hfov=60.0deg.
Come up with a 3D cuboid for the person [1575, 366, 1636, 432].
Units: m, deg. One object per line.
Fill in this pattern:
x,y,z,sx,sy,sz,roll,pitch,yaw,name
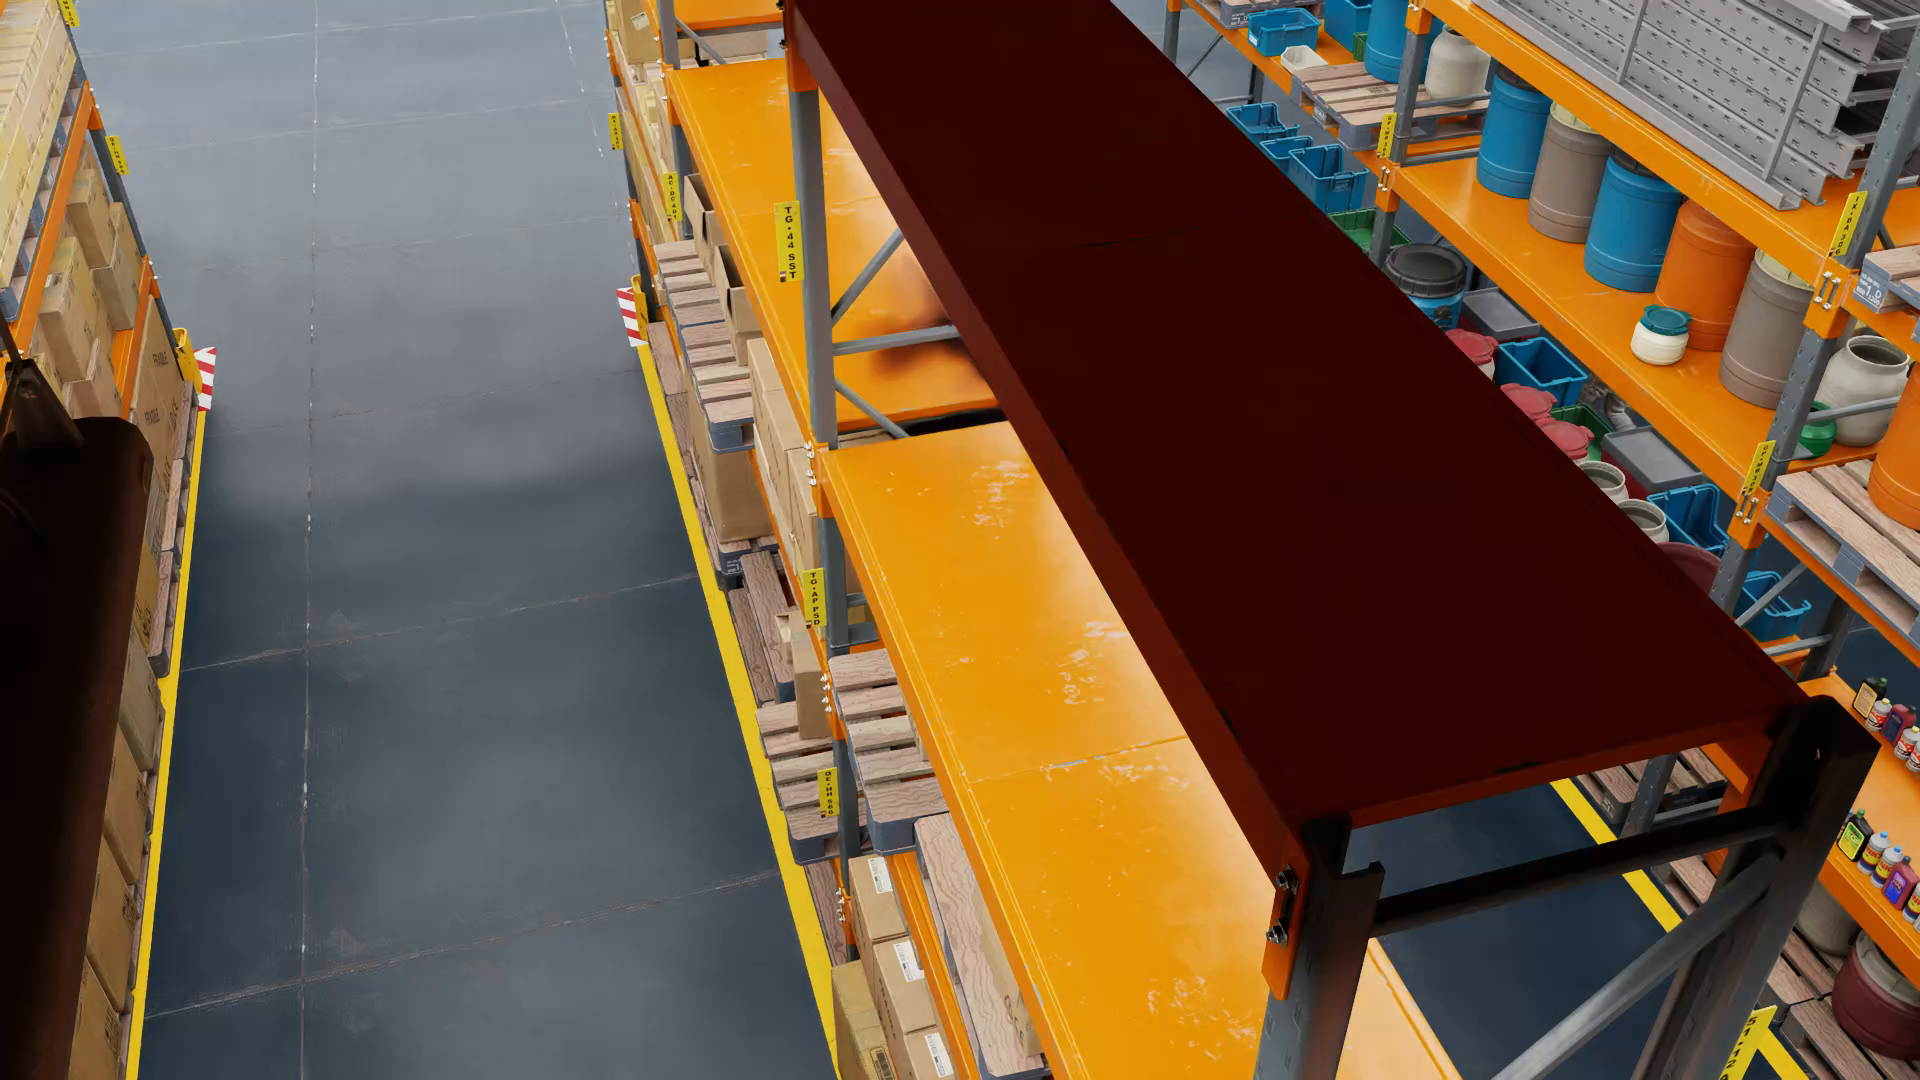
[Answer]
5.107,-1.324,12.998,0.690,1.762,0.972,-19,42,-22,person
